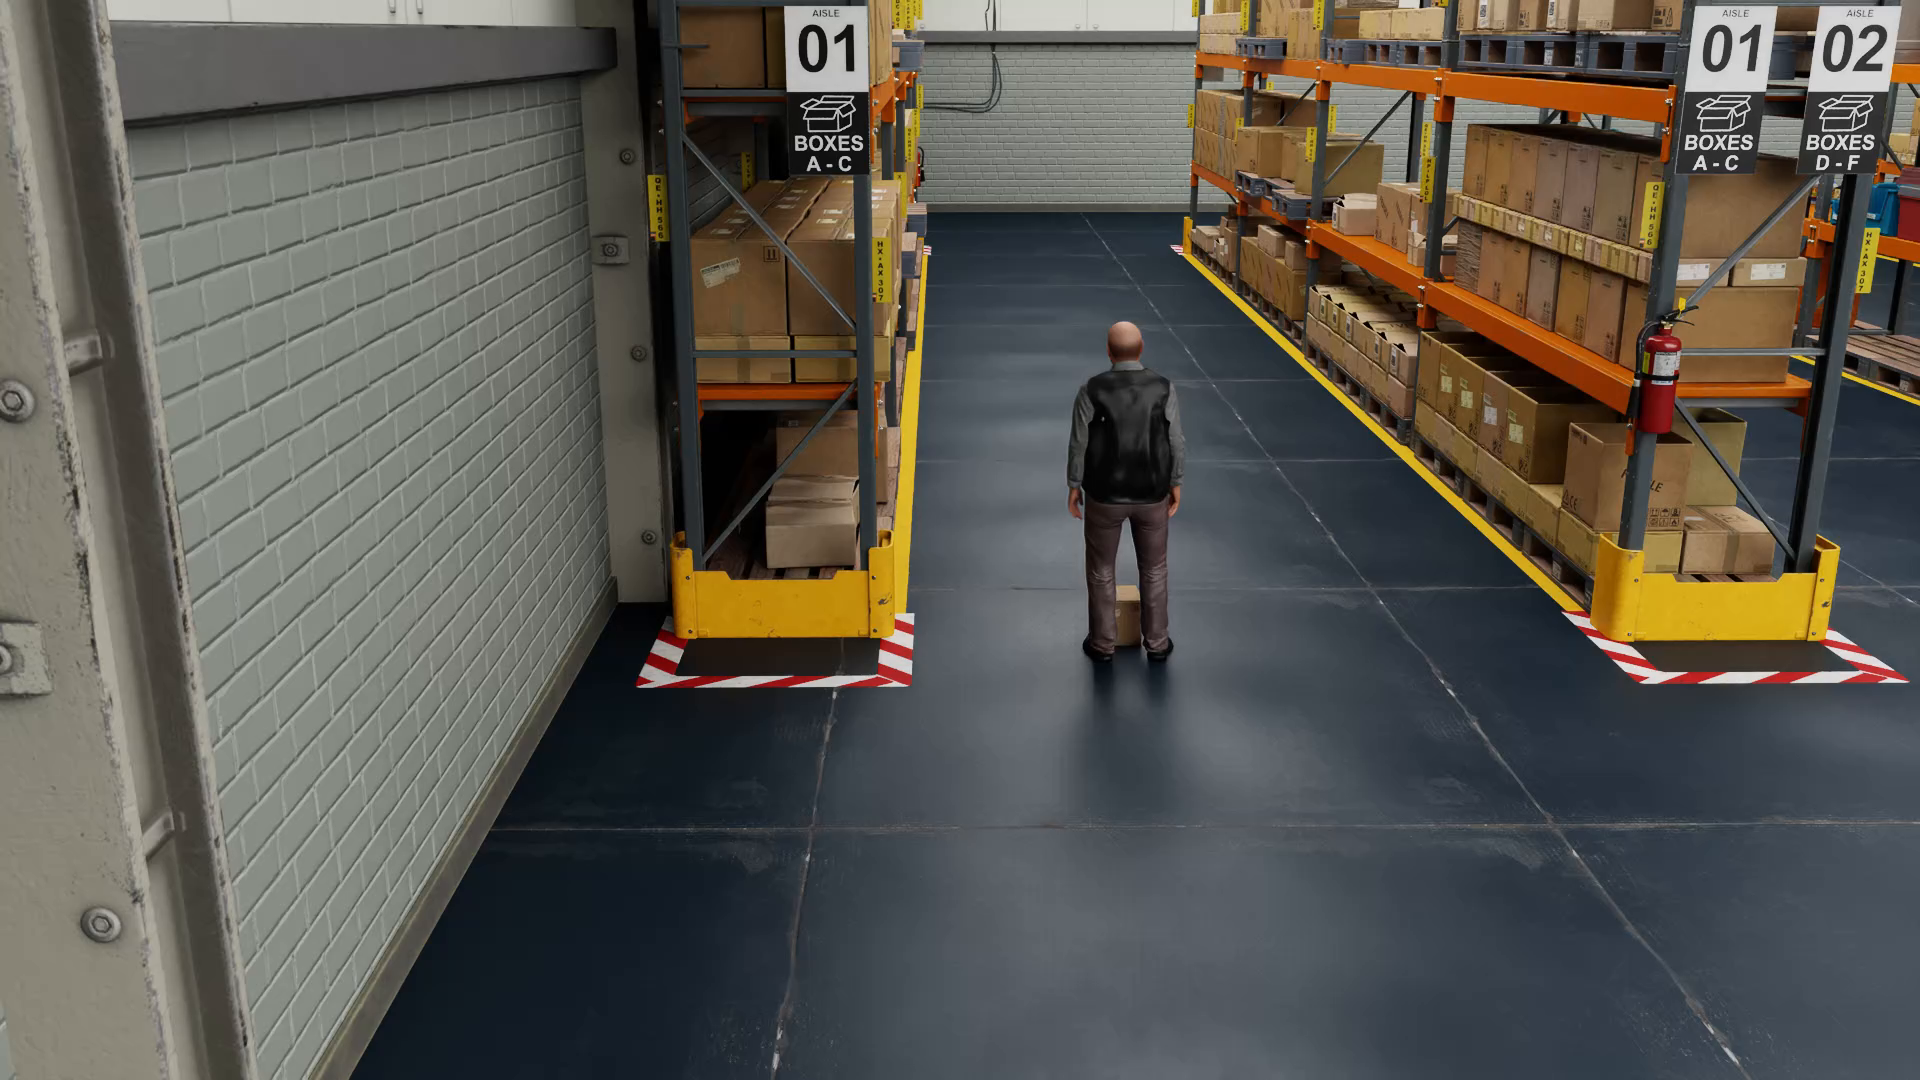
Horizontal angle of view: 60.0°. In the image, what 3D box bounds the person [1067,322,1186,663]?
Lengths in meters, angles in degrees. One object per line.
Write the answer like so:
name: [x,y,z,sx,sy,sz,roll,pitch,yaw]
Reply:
person: [0.828,-0.222,8.312,0.588,1.721,0.411,-1,17,-2]
